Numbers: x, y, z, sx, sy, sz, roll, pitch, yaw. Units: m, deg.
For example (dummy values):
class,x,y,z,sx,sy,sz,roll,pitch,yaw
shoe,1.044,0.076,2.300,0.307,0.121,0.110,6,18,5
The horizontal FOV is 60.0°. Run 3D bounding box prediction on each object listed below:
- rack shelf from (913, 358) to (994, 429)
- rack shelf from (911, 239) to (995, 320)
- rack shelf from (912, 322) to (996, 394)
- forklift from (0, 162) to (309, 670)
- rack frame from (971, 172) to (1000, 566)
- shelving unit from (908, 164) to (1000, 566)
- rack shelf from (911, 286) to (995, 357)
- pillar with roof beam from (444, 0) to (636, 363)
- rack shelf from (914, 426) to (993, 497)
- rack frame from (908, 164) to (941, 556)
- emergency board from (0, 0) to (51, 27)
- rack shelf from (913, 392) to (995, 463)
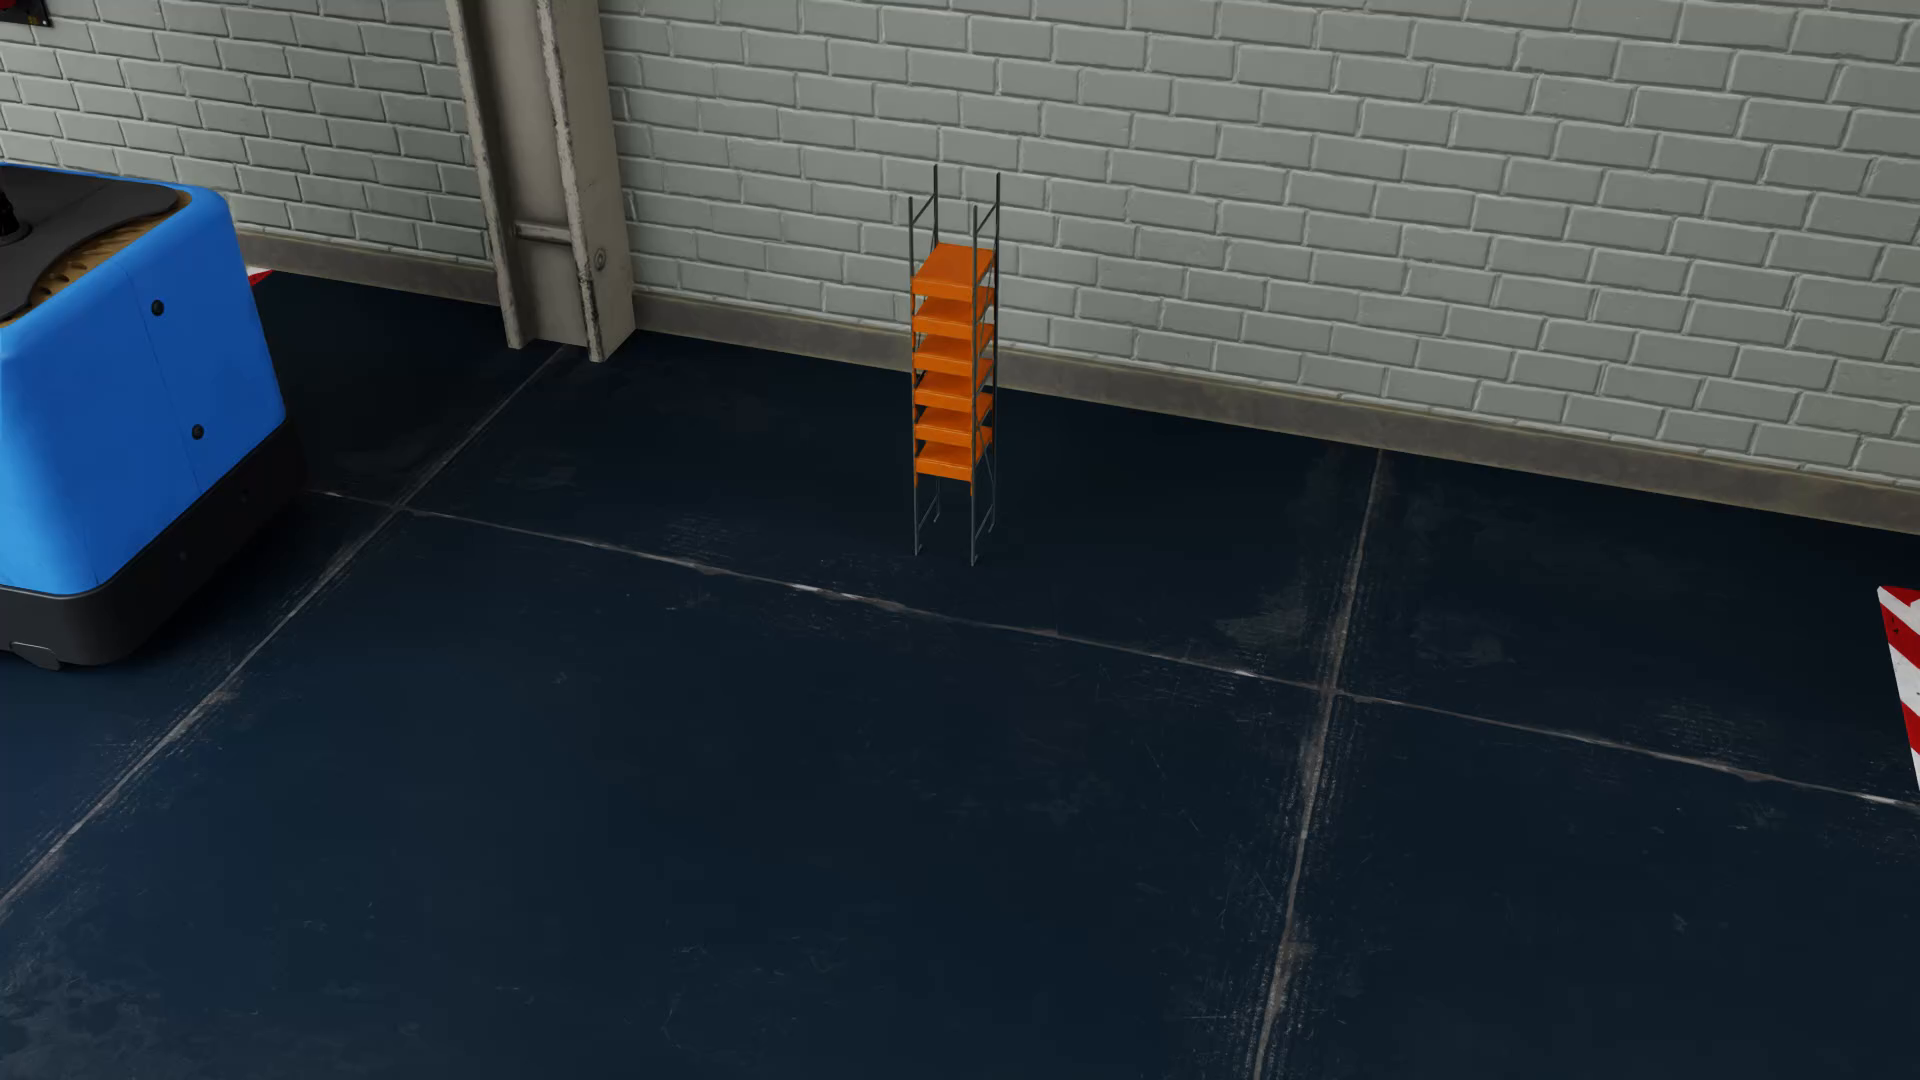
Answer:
class,x,y,z,sx,sy,sz,roll,pitch,yaw
rack shelf,-0.014,-0.450,4.924,0.180,0.103,0.258,10,38,14
rack shelf,-0.014,-0.740,4.711,0.180,0.103,0.258,10,38,14
rack shelf,-0.014,-0.547,4.853,0.180,0.103,0.258,10,38,14
forklift,-3.687,-1.287,4.526,3.031,2.935,1.130,9,37,12
rack frame,0.074,-0.470,4.876,0.006,1.200,0.240,10,38,14
shelving unit,-0.014,-0.486,4.898,0.189,1.200,0.258,10,38,14
rack shelf,-0.014,-0.643,4.782,0.180,0.103,0.258,10,38,14
pillar with roof beam,-2.746,-1.965,0.328,0.400,9.000,9.100,10,38,14
rack shelf,-0.014,-0.257,5.066,0.180,0.103,0.258,10,38,14
rack frame,-0.101,-0.502,4.920,0.006,1.200,0.240,10,38,14
emergency board,-3.810,-2.443,6.038,0.643,1.169,0.194,10,38,14
rack shelf,-0.014,-0.353,4.995,0.180,0.103,0.258,10,38,14
